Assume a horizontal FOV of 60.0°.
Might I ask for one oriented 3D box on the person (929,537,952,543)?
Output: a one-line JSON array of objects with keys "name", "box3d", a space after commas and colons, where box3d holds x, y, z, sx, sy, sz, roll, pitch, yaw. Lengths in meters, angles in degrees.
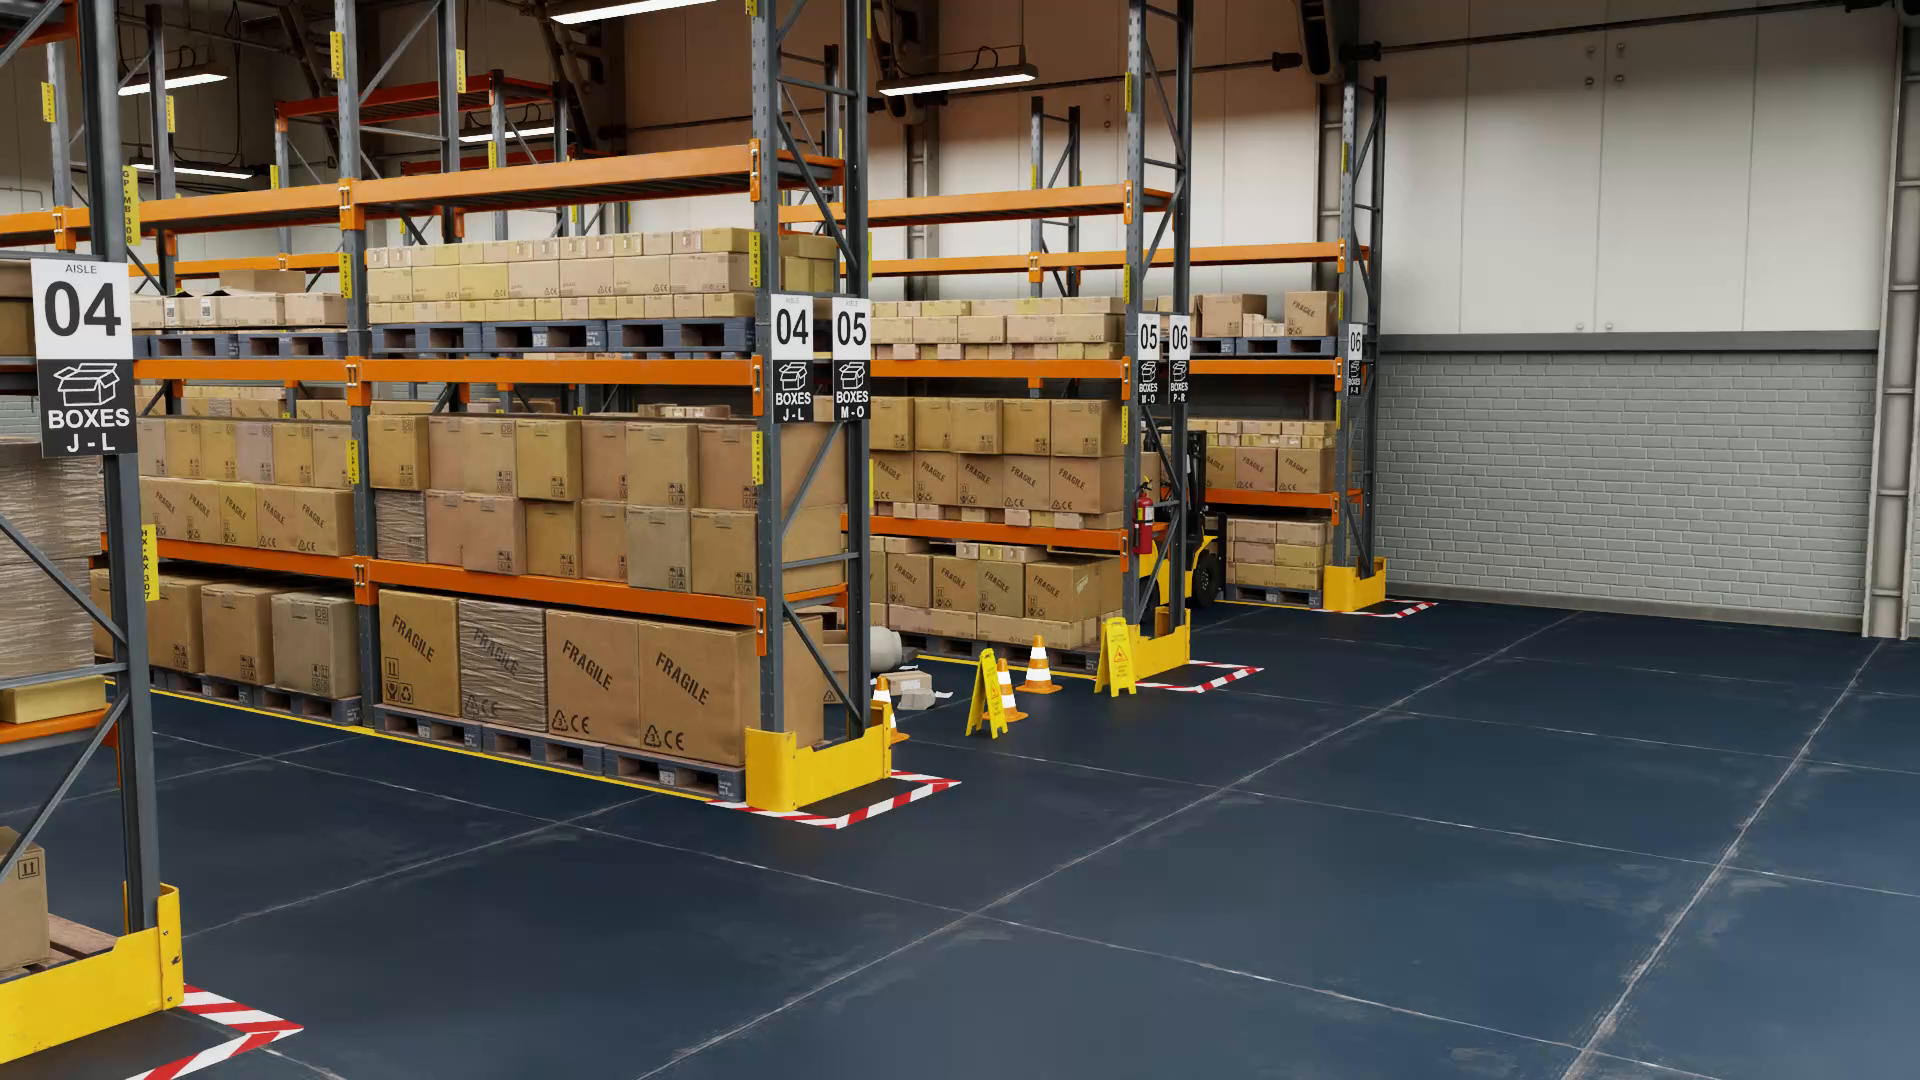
[{"name": "person", "box3d": [-0.338, -0.118, 18.872, 0.562, 1.780, 0.402, 4, 8, 35]}]
